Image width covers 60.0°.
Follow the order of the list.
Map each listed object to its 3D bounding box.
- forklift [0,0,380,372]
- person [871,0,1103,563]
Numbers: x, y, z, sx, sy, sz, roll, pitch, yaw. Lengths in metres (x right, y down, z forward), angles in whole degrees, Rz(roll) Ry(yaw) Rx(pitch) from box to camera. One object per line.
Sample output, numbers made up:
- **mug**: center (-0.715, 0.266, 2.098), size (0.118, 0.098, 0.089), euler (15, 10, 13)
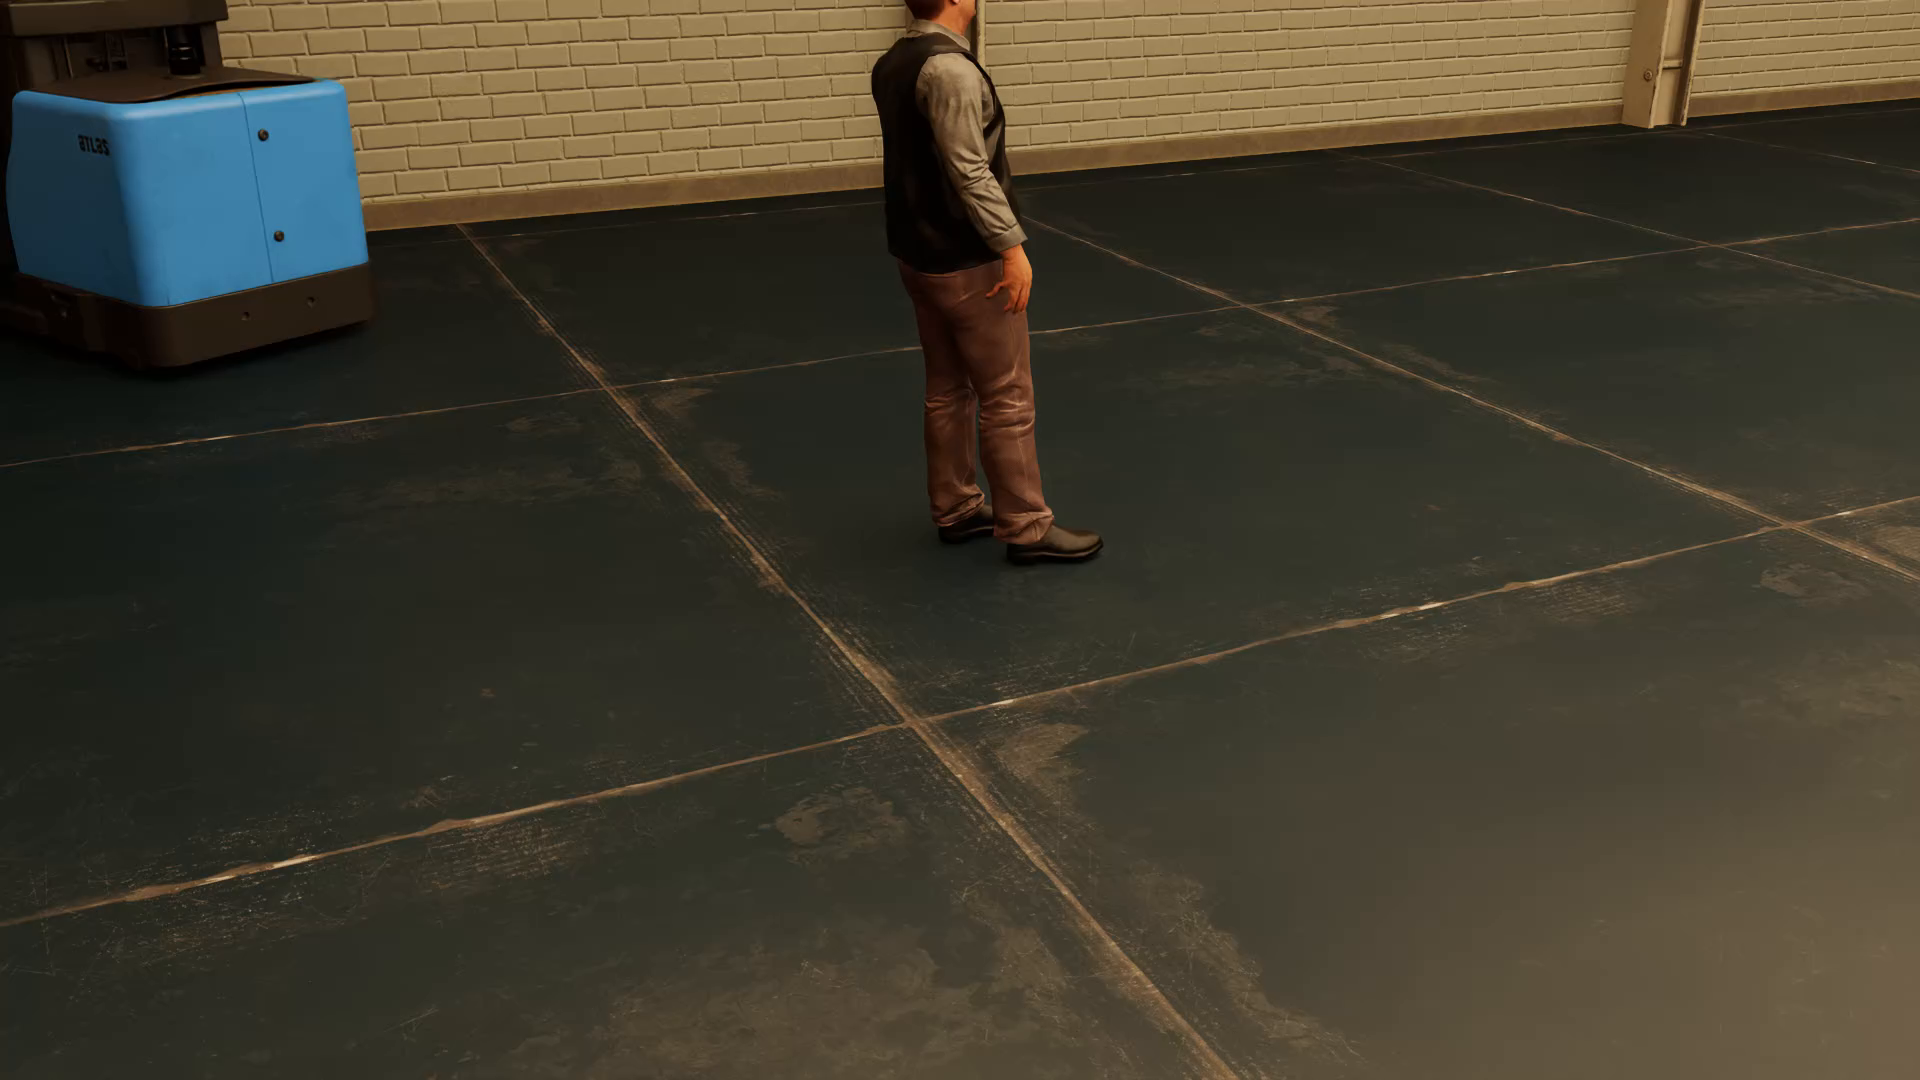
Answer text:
- **forklift**: center (-4.033, -2.457, 7.201), size (3.031, 2.935, 1.130), euler (16, 27, 33)
- **person**: center (0.060, -0.809, 4.792), size (0.566, 1.722, 0.633), euler (-10, 25, -23)
